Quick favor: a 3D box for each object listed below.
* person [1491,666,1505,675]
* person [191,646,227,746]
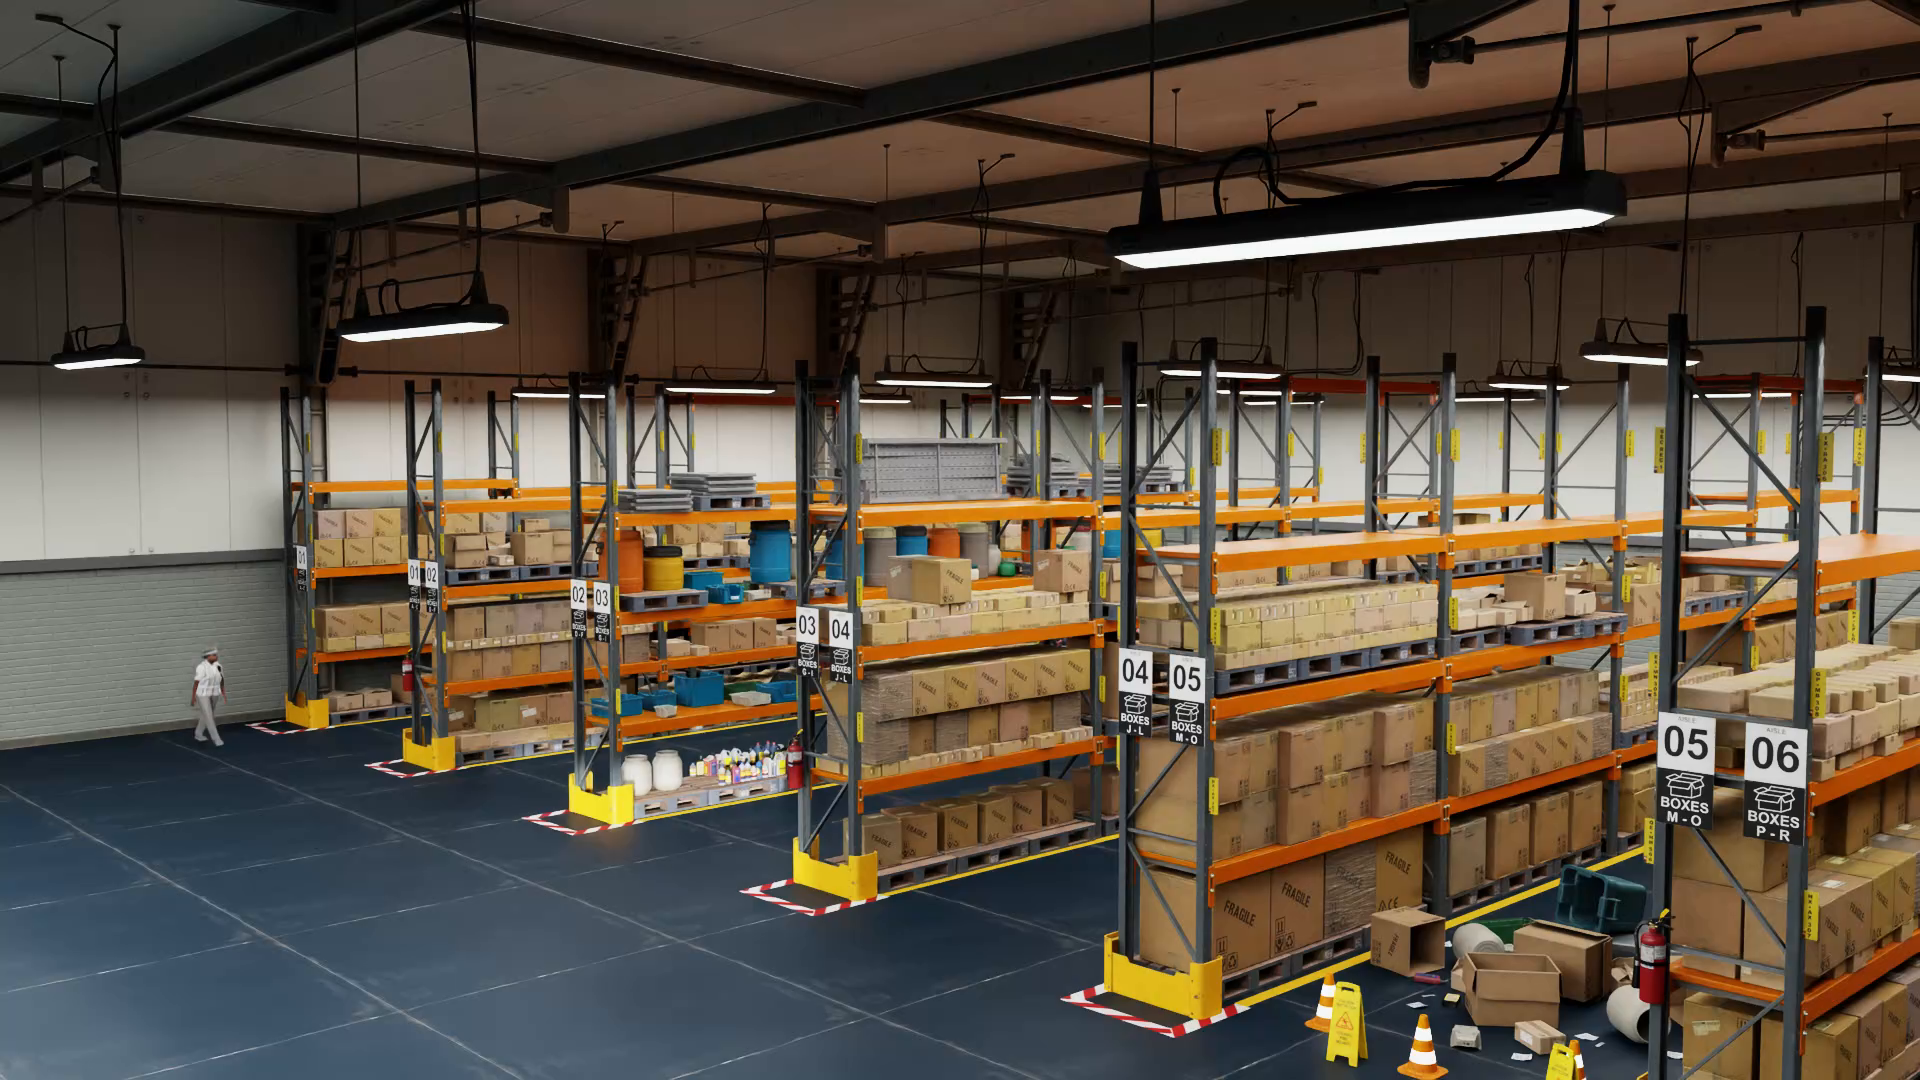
[{"bbox_3d":[8.436,2.729,25.990,0.955,1.524,0.469,-3,5,-36],"label":"person"},{"bbox_3d":[-12.445,2.563,27.595,0.996,1.615,0.517,2,4,34],"label":"person"}]
